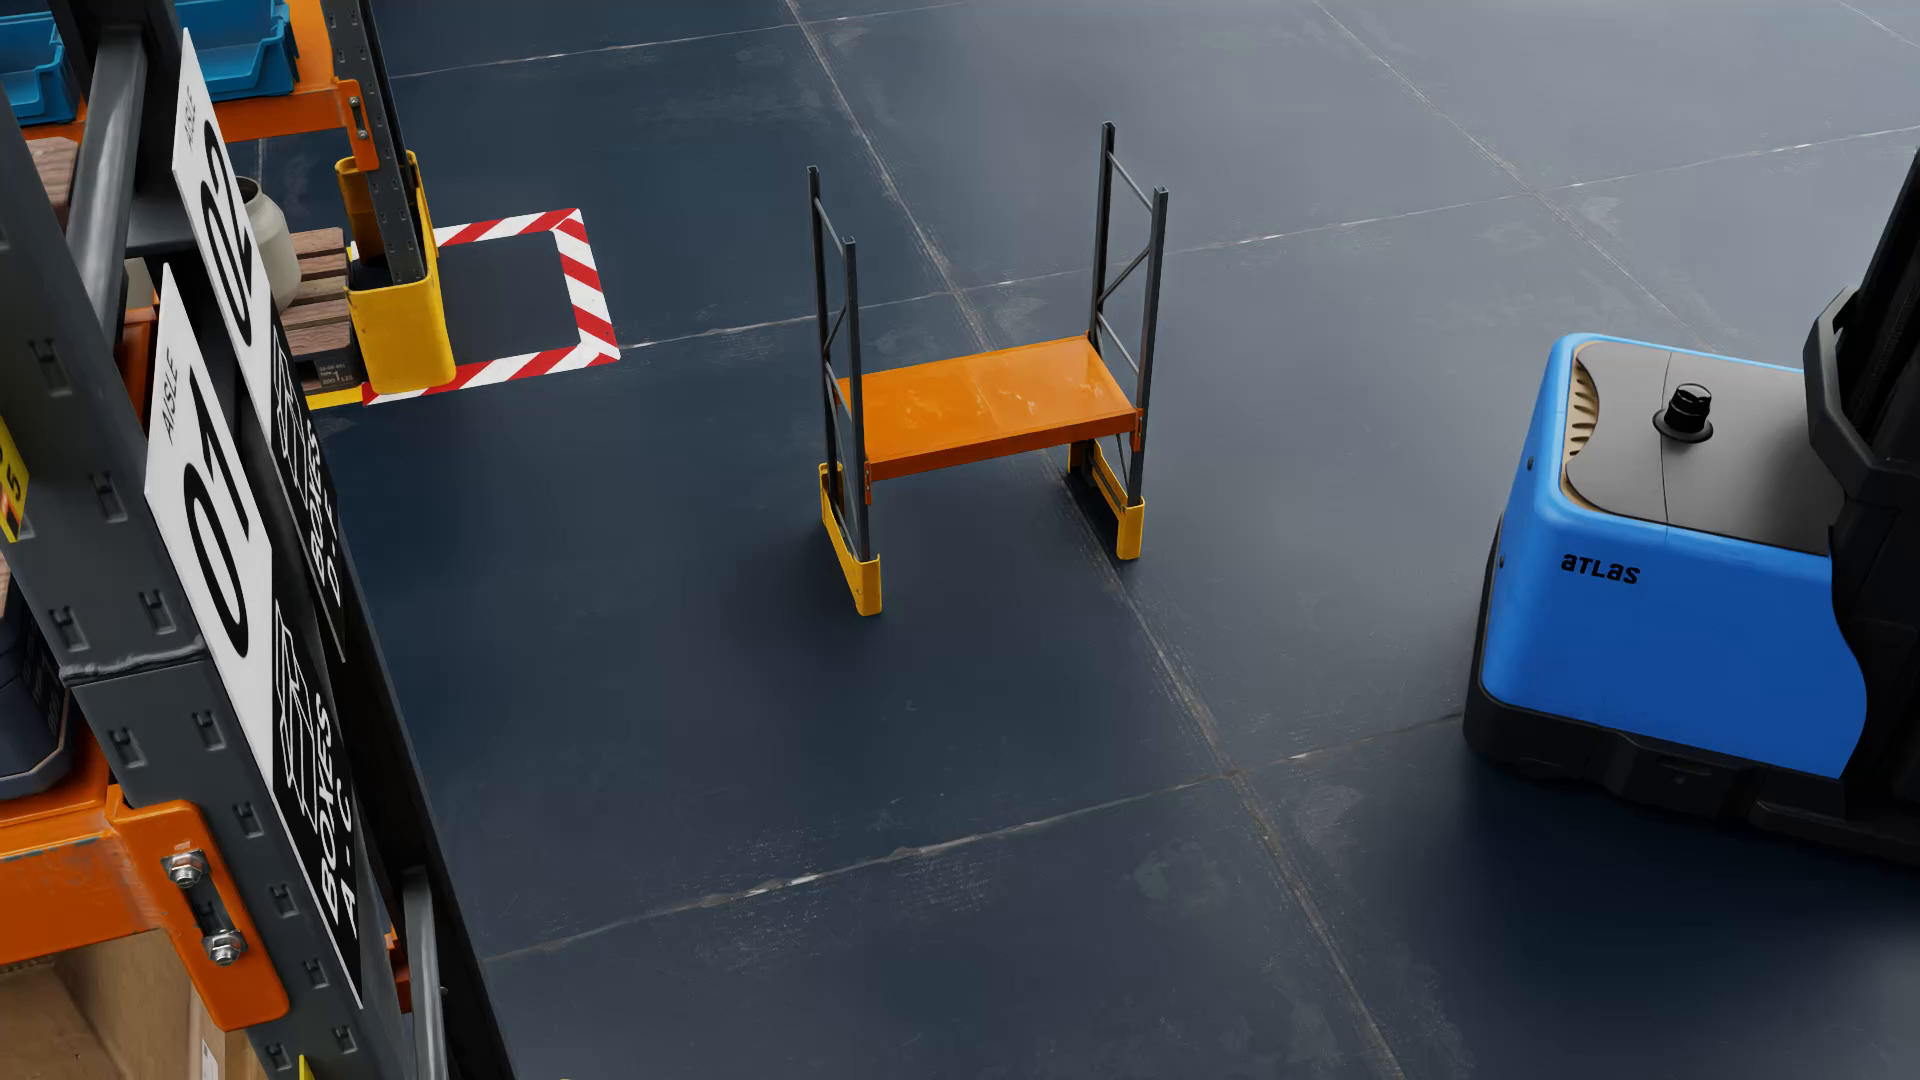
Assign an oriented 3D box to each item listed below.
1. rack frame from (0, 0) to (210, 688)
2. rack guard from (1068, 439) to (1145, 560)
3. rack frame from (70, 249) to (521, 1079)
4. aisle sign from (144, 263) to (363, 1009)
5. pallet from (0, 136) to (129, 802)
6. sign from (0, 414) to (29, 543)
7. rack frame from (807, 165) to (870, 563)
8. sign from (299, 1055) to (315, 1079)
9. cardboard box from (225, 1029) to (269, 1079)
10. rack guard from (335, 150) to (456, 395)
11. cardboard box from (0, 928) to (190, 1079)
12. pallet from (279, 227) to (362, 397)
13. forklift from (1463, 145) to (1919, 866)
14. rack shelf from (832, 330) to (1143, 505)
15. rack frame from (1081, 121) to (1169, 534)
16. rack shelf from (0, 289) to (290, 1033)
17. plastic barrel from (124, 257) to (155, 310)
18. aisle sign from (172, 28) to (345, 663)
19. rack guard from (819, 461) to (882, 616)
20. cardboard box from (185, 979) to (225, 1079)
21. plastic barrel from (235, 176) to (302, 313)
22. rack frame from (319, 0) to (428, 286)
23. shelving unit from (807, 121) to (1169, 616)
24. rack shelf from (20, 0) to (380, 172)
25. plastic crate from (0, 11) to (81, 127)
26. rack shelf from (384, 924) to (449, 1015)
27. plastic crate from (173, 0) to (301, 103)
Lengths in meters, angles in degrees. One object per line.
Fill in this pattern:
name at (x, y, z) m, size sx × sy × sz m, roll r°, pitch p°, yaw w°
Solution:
rack frame at (-0.915, -1.319, 0.920) m, size 0.127 × 3.000 × 1.000 m, roll -12°, pitch 42°, yaw -13°
rack guard at (0.548, -0.208, 6.298) m, size 0.087 × 0.250 × 0.587 m, roll -12°, pitch 42°, yaw -13°
rack frame at (-0.915, 0.940, 2.894) m, size 0.127 × 3.000 × 1.000 m, roll -12°, pitch 42°, yaw -13°
aisle sign at (-0.765, 0.133, 1.842) m, size 0.004 × 0.787 × 0.394 m, roll -12°, pitch 42°, yaw -13°
pallet at (-1.598, -0.033, 1.795) m, size 1.213 × 0.211 × 1.003 m, roll -12°, pitch 42°, yaw -13°
sign at (-0.766, -0.150, 1.249) m, size 0.005 × 0.325 × 0.100 m, roll -12°, pitch 42°, yaw -13°
rack frame at (-0.404, -0.481, 5.661) m, size 0.032 × 1.500 × 0.500 m, roll -12°, pitch 42°, yaw -13°
sign at (-0.766, 0.758, 2.042) m, size 0.005 × 0.325 × 0.100 m, roll -12°, pitch 42°, yaw -13°
cardboard box at (-1.365, 0.987, 2.765) m, size 0.500 × 0.500 × 0.700 m, roll -12°, pitch 42°, yaw -13°
rack guard at (-2.458, -1.183, 7.224) m, size 0.348 × 0.500 × 1.175 m, roll -12°, pitch 42°, yaw -13°
cardboard box at (-1.415, 0.509, 2.326) m, size 0.500 × 0.500 × 0.700 m, roll -12°, pitch 42°, yaw -13°
pallet at (-3.235, -0.917, 7.139) m, size 1.213 × 0.211 × 1.003 m, roll -12°, pitch 42°, yaw -13°
forklift at (3.213, -0.378, 4.455) m, size 3.031 × 2.935 × 1.130 m, roll 12°, pitch 43°, yaw 14°
rack shelf at (0.081, -0.446, 5.894) m, size 1.000 × 0.185 × 0.538 m, roll -12°, pitch 42°, yaw -13°
rack frame at (0.566, -0.682, 5.891) m, size 0.032 × 1.500 × 0.500 m, roll -12°, pitch 42°, yaw -13°
rack shelf at (-2.823, 0.477, 1.691) m, size 4.000 × 0.370 × 1.077 m, roll -12°, pitch 42°, yaw -13°
plastic barrel at (-3.483, -1.113, 6.816) m, size 0.421 × 0.512 × 0.421 m, roll 0°, pitch 41°, yaw 0°
aisle sign at (-0.945, -0.244, 2.273) m, size 0.004 × 0.787 × 0.394 m, roll -12°, pitch 42°, yaw -13°
rack guard at (-0.402, -0.011, 6.072) m, size 0.087 × 0.250 × 0.587 m, roll -12°, pitch 42°, yaw -13°
cardboard box at (-1.223, 0.853, 2.424) m, size 0.250 × 0.149 × 0.380 m, roll -12°, pitch 43°, yaw -14°
plastic barrel at (-3.005, -1.212, 6.929) m, size 0.421 × 0.512 × 0.421 m, roll 0°, pitch 41°, yaw 0°
rack frame at (-2.400, -2.169, 6.453) m, size 0.127 × 3.000 × 1.000 m, roll -12°, pitch 42°, yaw -13°
shelving unit at (0.073, -0.580, 5.774) m, size 1.083 × 1.500 × 0.587 m, roll -12°, pitch 42°, yaw -13°
rack shelf at (-4.307, -1.503, 6.237) m, size 4.000 × 0.370 × 1.077 m, roll -12°, pitch 42°, yaw -13°
plastic crate at (-3.408, -1.701, 6.031) m, size 0.408 × 0.251 × 0.499 m, roll -12°, pitch 42°, yaw -13°
rack shelf at (-2.823, 1.606, 2.678) m, size 4.000 × 0.370 × 1.077 m, roll -12°, pitch 42°, yaw -13°
plastic crate at (-2.787, -1.826, 6.173) m, size 0.616 × 0.251 × 0.499 m, roll -12°, pitch 42°, yaw -13°
